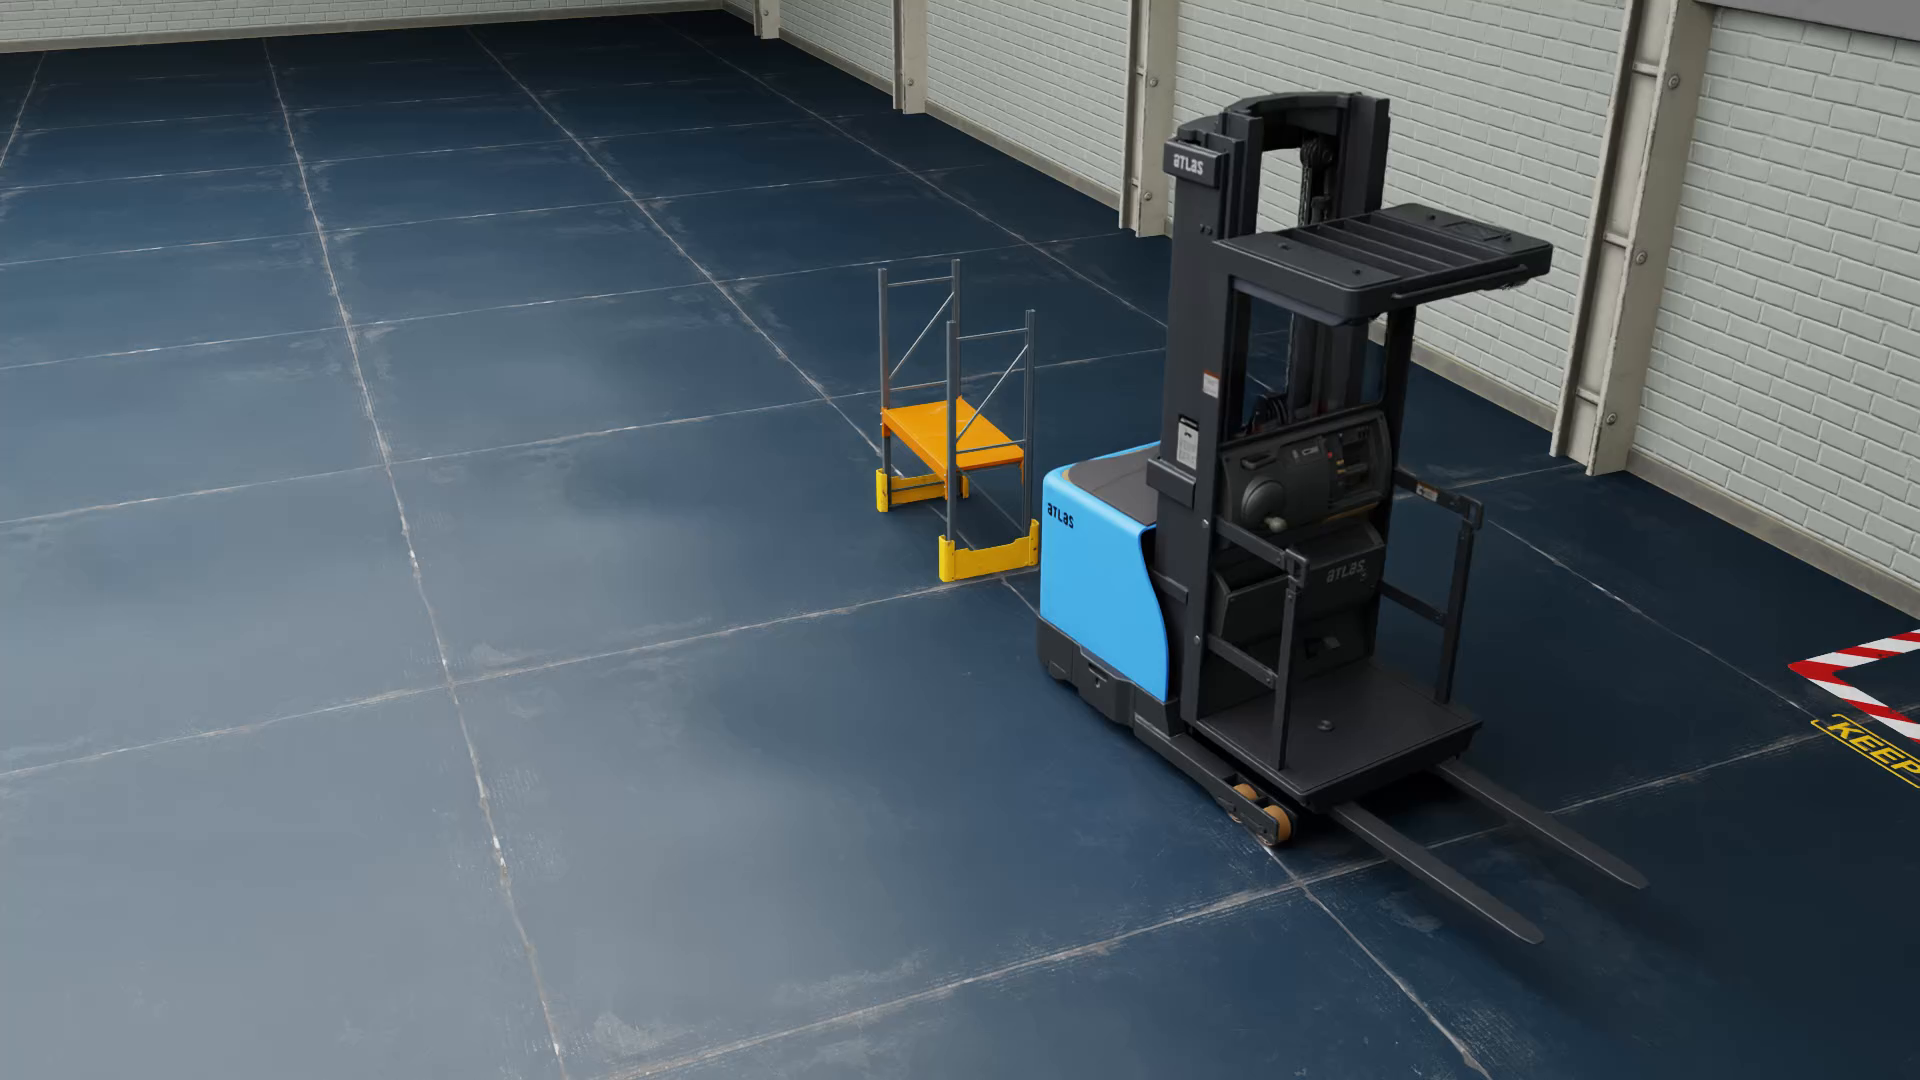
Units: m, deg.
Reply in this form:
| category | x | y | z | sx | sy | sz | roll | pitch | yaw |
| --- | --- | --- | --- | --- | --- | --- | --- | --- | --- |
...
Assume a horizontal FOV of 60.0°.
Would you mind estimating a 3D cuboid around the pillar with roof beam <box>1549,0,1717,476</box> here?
| category | x | y | z | sx | sy | sz | roll | pitch | yaw |
| --- | --- | --- | --- | --- | --- | --- | --- | --- | --- |
| pillar with roof beam | 0.119 | -3.815 | 7.308 | 9.100 | 9.000 | 0.400 | -11 | 28 | -21 |

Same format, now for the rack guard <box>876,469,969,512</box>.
| category | x | y | z | sx | sy | sz | roll | pitch | yaw |
| --- | --- | --- | --- | --- | --- | --- | --- | --- | --- |
| rack guard | -0.225 | -0.344 | 10.170 | 0.587 | 0.250 | 0.087 | -11 | 28 | -21 |

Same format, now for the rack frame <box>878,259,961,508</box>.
| category | x | y | z | sx | sy | sz | roll | pitch | yaw |
| --- | --- | --- | --- | --- | --- | --- | --- | --- | --- |
| rack frame | -0.232 | -0.914 | 9.912 | 0.500 | 1.500 | 0.032 | -11 | 28 | -21 |

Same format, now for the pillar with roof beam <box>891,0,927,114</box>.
| category | x | y | z | sx | sy | sz | roll | pitch | yaw |
| --- | --- | --- | --- | --- | --- | --- | --- | --- | --- |
| pillar with roof beam | -4.581 | -8.660 | 17.230 | 9.100 | 9.000 | 0.400 | -11 | 28 | -21 |

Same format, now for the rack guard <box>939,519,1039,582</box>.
| category | x | y | z | sx | sy | sz | roll | pitch | yaw |
| --- | --- | --- | --- | --- | --- | --- | --- | --- | --- |
| rack guard | 0.165 | 0.058 | 9.346 | 0.587 | 0.250 | 0.087 | -11 | 28 | -21 |

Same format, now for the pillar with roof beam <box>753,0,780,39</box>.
| category | x | y | z | sx | sy | sz | roll | pitch | yaw |
| --- | --- | --- | --- | --- | --- | --- | --- | --- | --- |
| pillar with roof beam | -6.930 | -11.082 | 22.191 | 9.100 | 9.000 | 0.400 | -11 | 28 | -21 |

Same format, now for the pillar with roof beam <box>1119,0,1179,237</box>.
| category | x | y | z | sx | sy | sz | roll | pitch | yaw |
| --- | --- | --- | --- | --- | --- | --- | --- | --- | --- |
| pillar with roof beam | -2.231 | -6.238 | 12.269 | 9.100 | 9.000 | 0.400 | -11 | 28 | -21 |

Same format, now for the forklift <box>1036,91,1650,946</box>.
| category | x | y | z | sx | sy | sz | roll | pitch | yaw |
| --- | --- | --- | --- | --- | --- | --- | --- | --- | --- |
| forklift | 1.600 | -0.253 | 6.927 | 1.130 | 2.935 | 3.031 | -16 | 30 | -29 |

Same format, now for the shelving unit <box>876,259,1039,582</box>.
| category | x | y | z | sx | sy | sz | roll | pitch | yaw |
| --- | --- | --- | --- | --- | --- | --- | --- | --- | --- |
| shelving unit | -0.030 | -0.705 | 9.484 | 0.587 | 1.500 | 1.083 | -11 | 28 | -21 |

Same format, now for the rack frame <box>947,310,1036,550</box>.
| category | x | y | z | sx | sy | sz | roll | pitch | yaw |
| --- | --- | --- | --- | --- | --- | --- | --- | --- | --- |
| rack frame | 0.166 | -0.503 | 9.071 | 0.500 | 1.500 | 0.032 | -11 | 28 | -21 |

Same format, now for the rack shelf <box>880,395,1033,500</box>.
| category | x | y | z | sx | sy | sz | roll | pitch | yaw |
| --- | --- | --- | --- | --- | --- | --- | --- | --- | --- |
| rack shelf | -0.033 | -0.547 | 9.570 | 0.538 | 0.185 | 1.000 | -11 | 28 | -21 |
